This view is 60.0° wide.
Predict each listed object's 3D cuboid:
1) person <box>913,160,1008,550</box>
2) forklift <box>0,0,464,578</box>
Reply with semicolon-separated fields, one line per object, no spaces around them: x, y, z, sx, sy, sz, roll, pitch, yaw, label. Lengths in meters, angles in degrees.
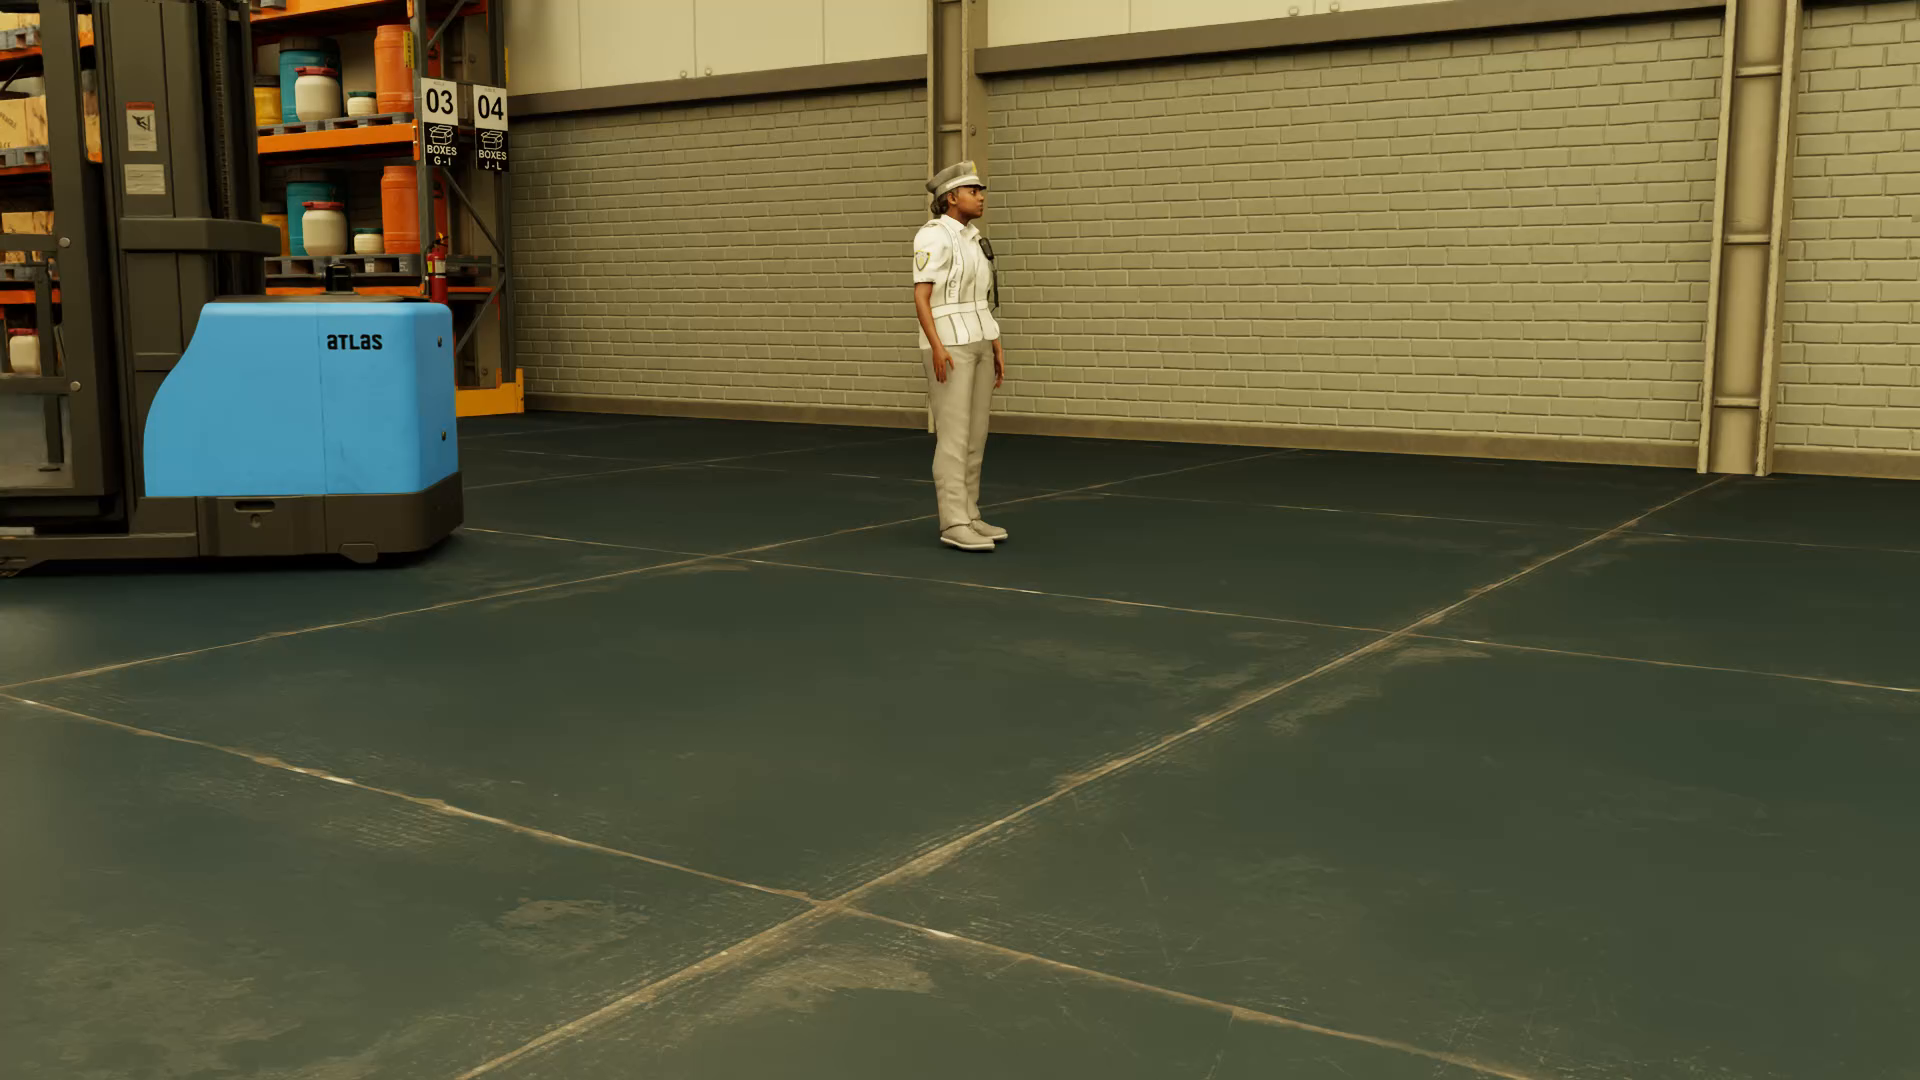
0.051;-0.836;7.426;0.530;1.692;0.569;5;10;34;person
-3.741;-1.377;6.875;3.031;2.935;1.130;-1;8;-7;forklift
